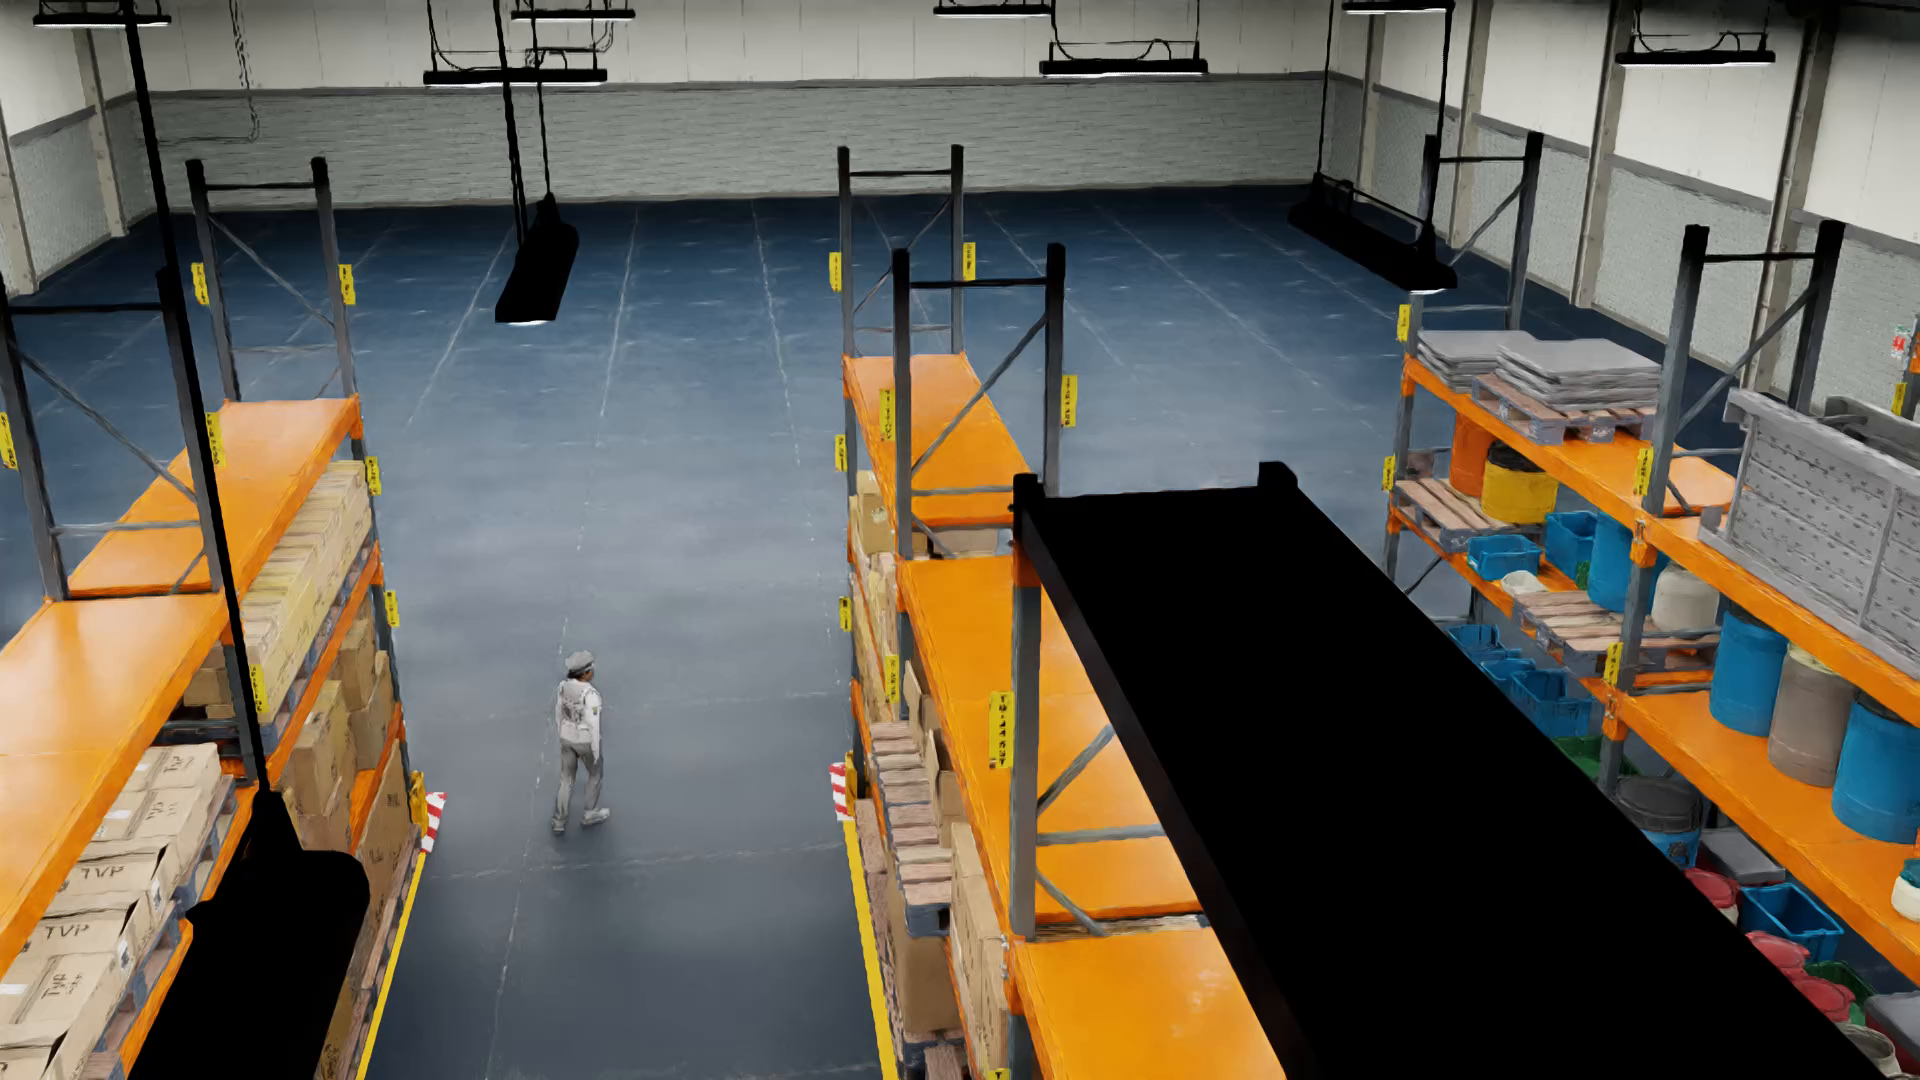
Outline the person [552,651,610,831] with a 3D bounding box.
[{"bbox_3d":[-3.428,1.813,14.826,0.514,1.664,0.545,11,24,26],"label":"person"}]
